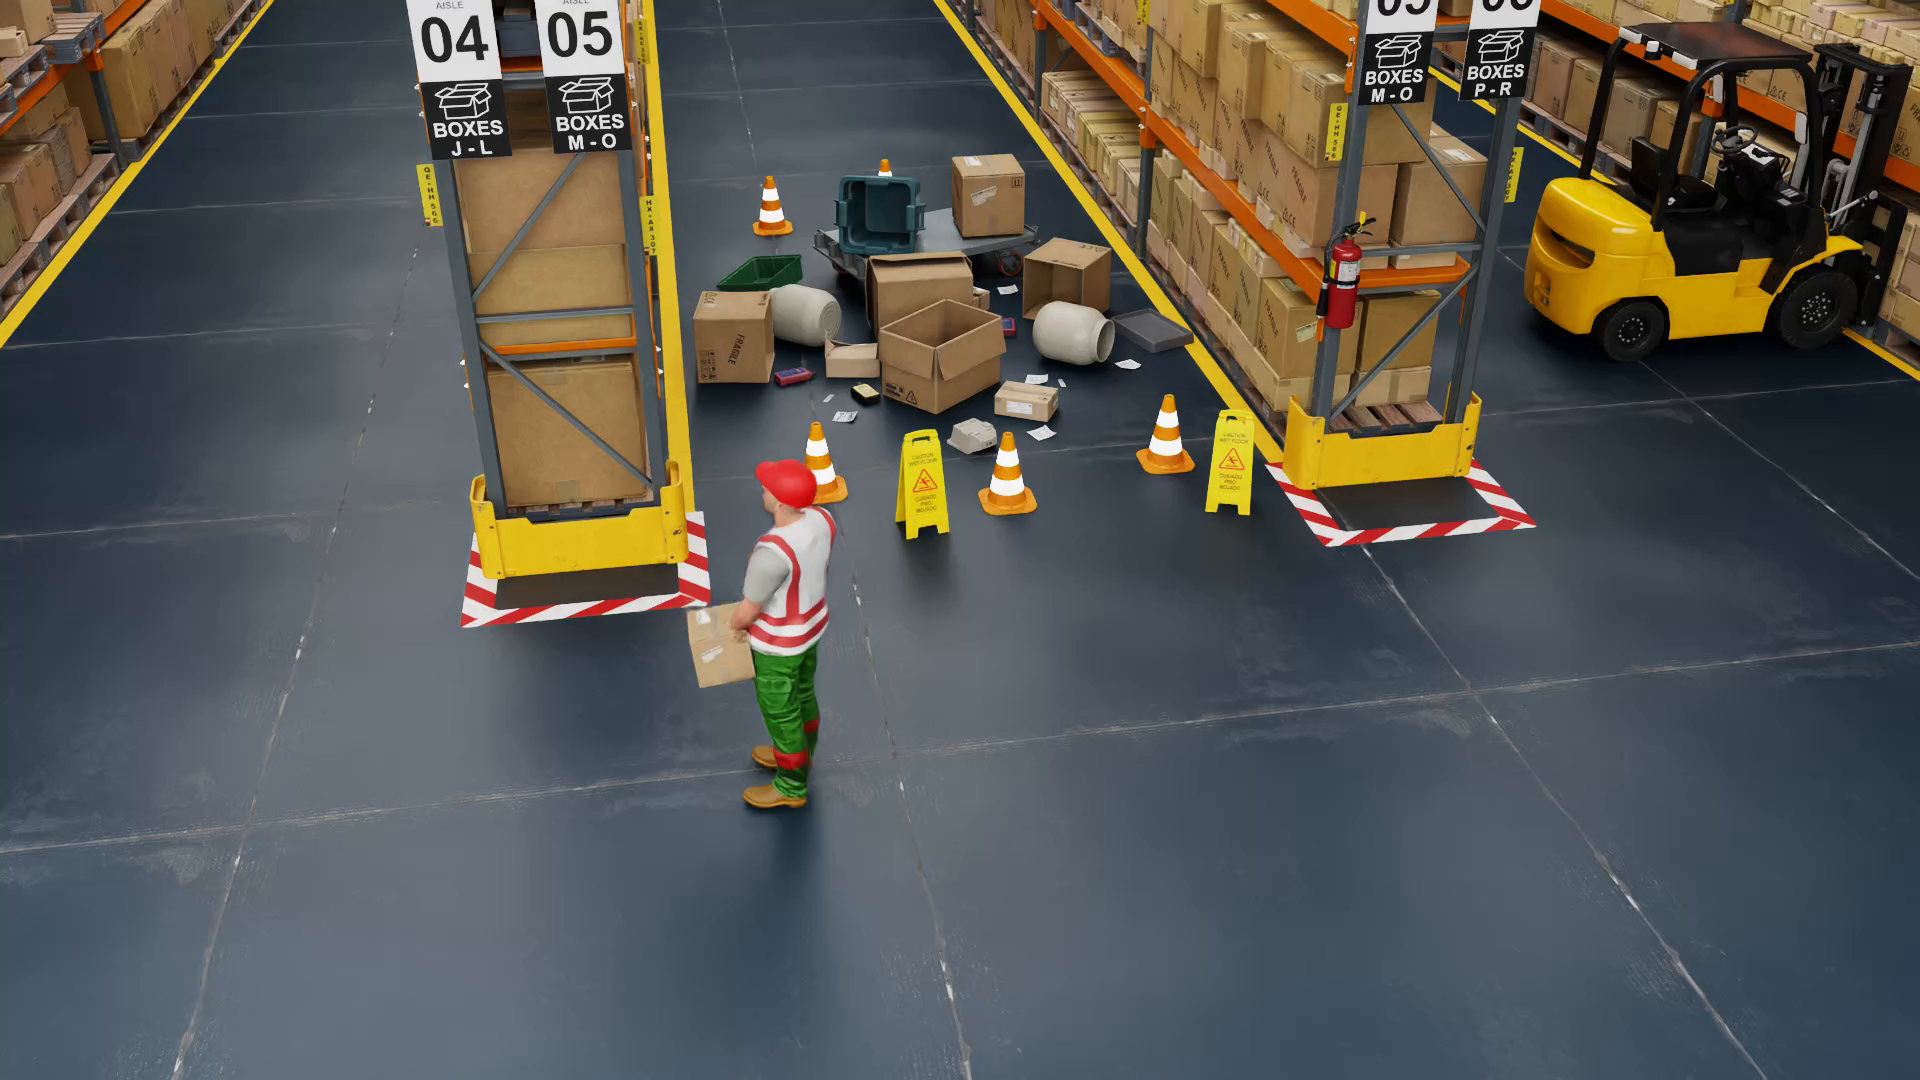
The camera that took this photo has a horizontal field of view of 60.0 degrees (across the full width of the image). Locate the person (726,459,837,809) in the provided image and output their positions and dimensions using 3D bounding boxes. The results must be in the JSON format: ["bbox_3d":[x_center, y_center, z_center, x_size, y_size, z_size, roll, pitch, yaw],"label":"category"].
[{"bbox_3d":[-0.832,0.414,7.398,0.526,1.792,0.524,14,33,22],"label":"person"}]
